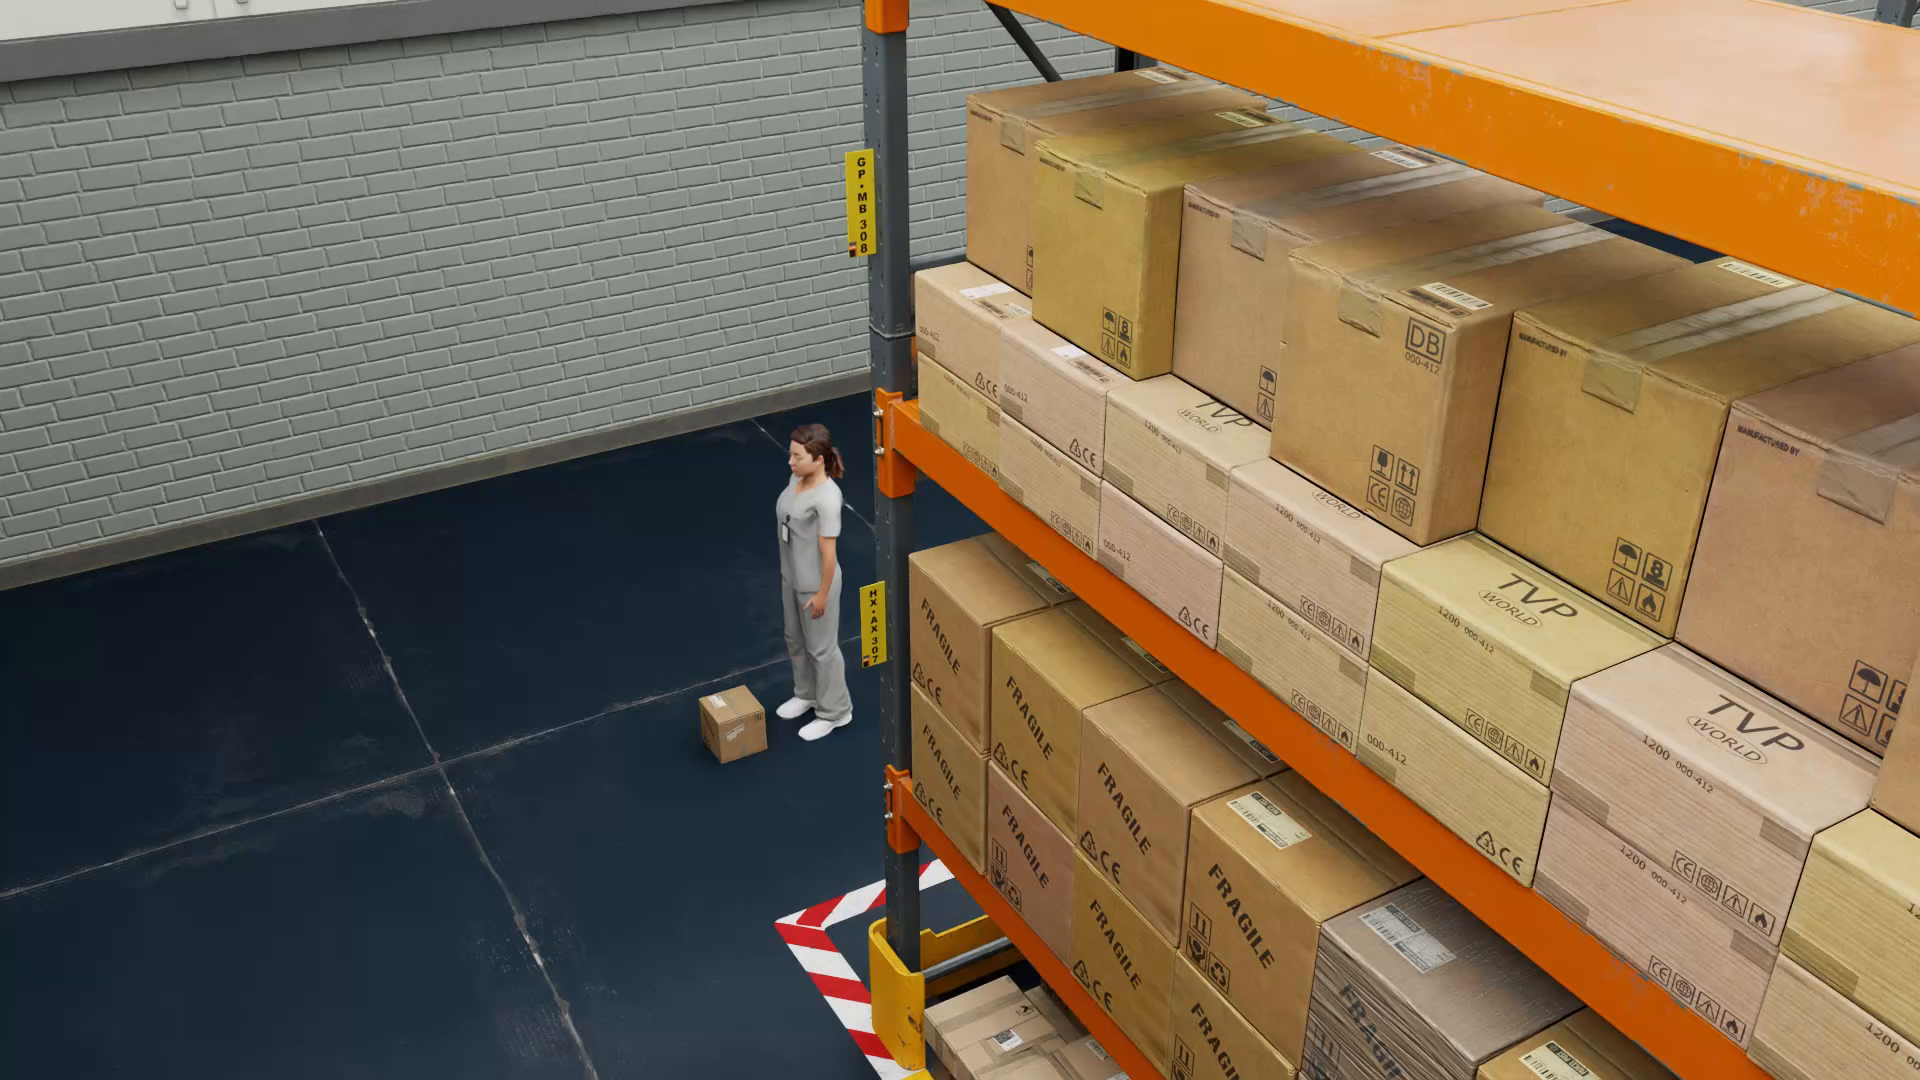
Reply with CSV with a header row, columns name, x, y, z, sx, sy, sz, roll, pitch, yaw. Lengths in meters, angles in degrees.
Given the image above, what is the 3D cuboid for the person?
name,x,y,z,sx,sy,sz,roll,pitch,yaw
person,-0.731,0.221,8.223,0.370,1.629,0.440,-15,32,-25
